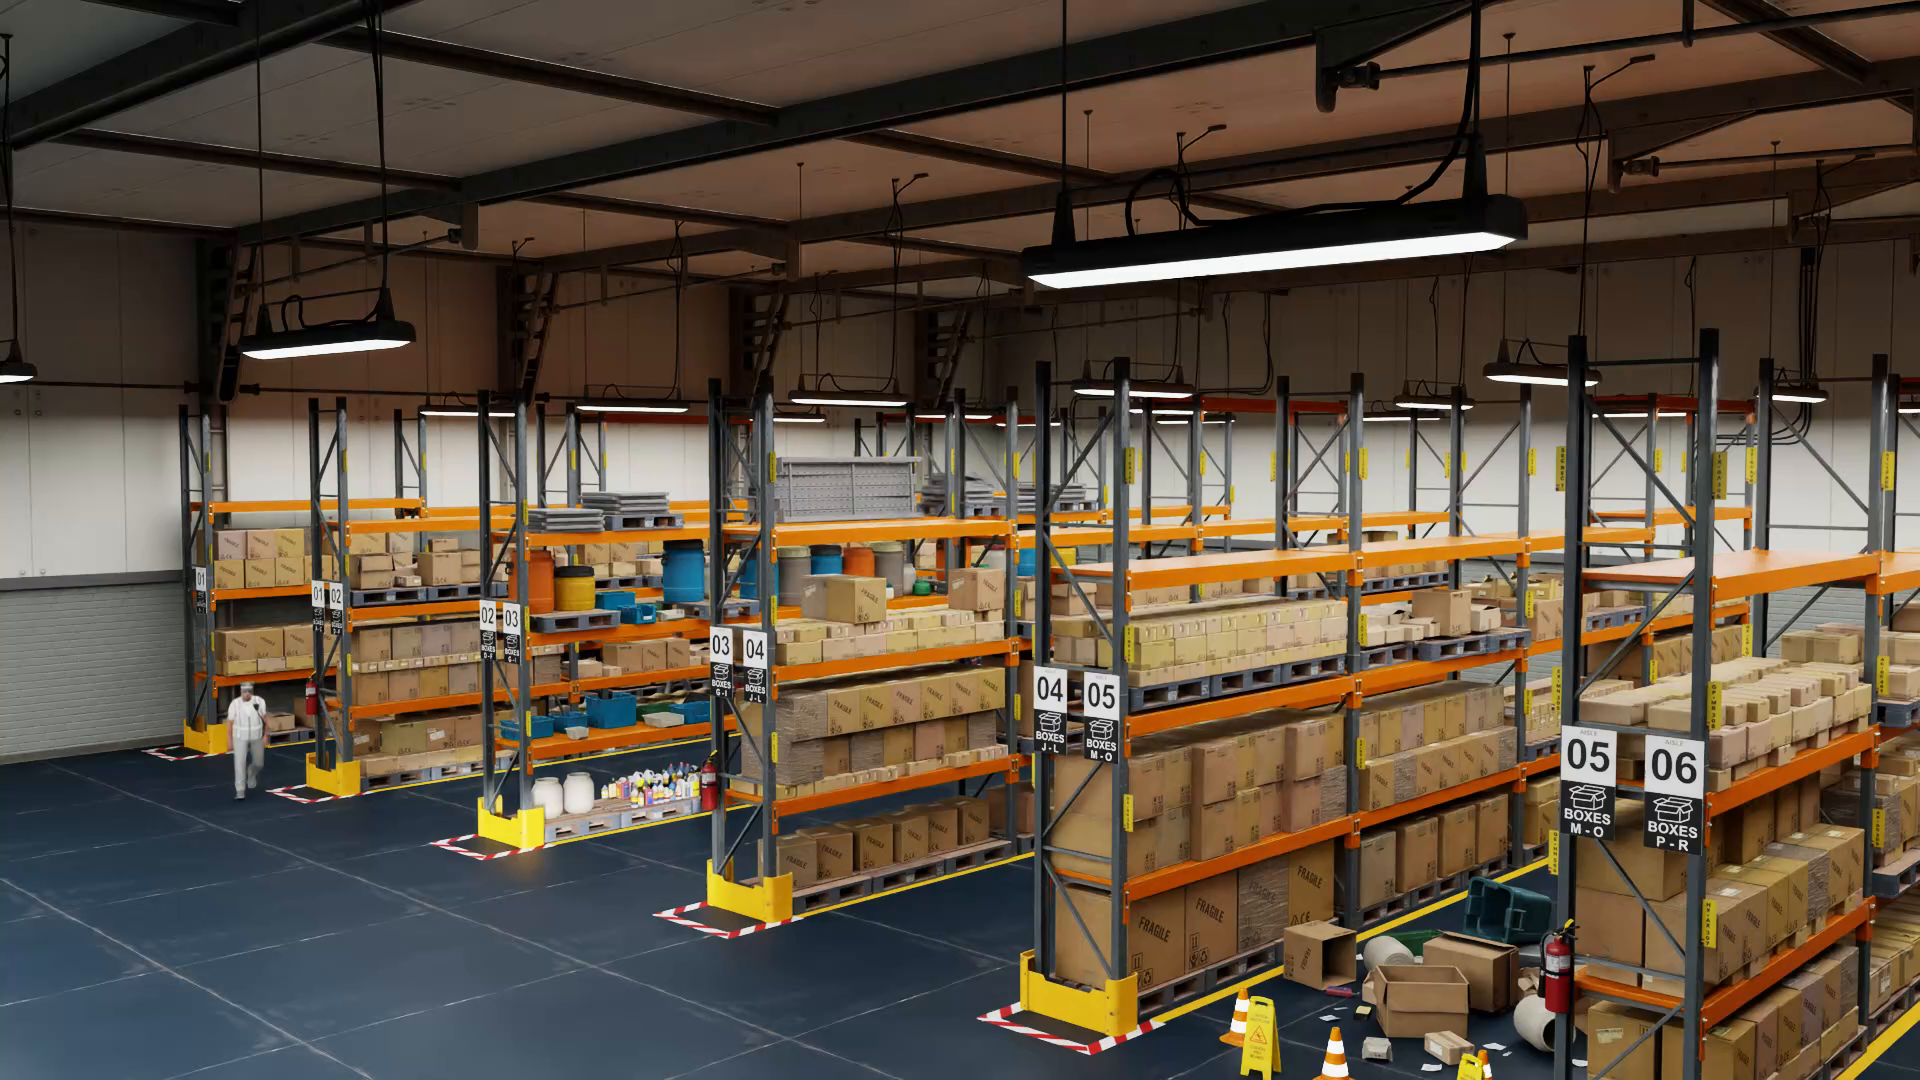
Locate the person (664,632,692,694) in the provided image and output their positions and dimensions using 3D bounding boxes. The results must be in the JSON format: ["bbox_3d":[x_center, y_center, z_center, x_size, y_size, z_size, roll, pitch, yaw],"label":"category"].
[{"bbox_3d":[-5.788,2.584,33.909,0.452,1.543,0.969,1,3,22],"label":"person"}]

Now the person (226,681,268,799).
[{"bbox_3d":[-10.744,2.970,25.075,0.572,1.719,0.890,-2,3,-29],"label":"person"}]
